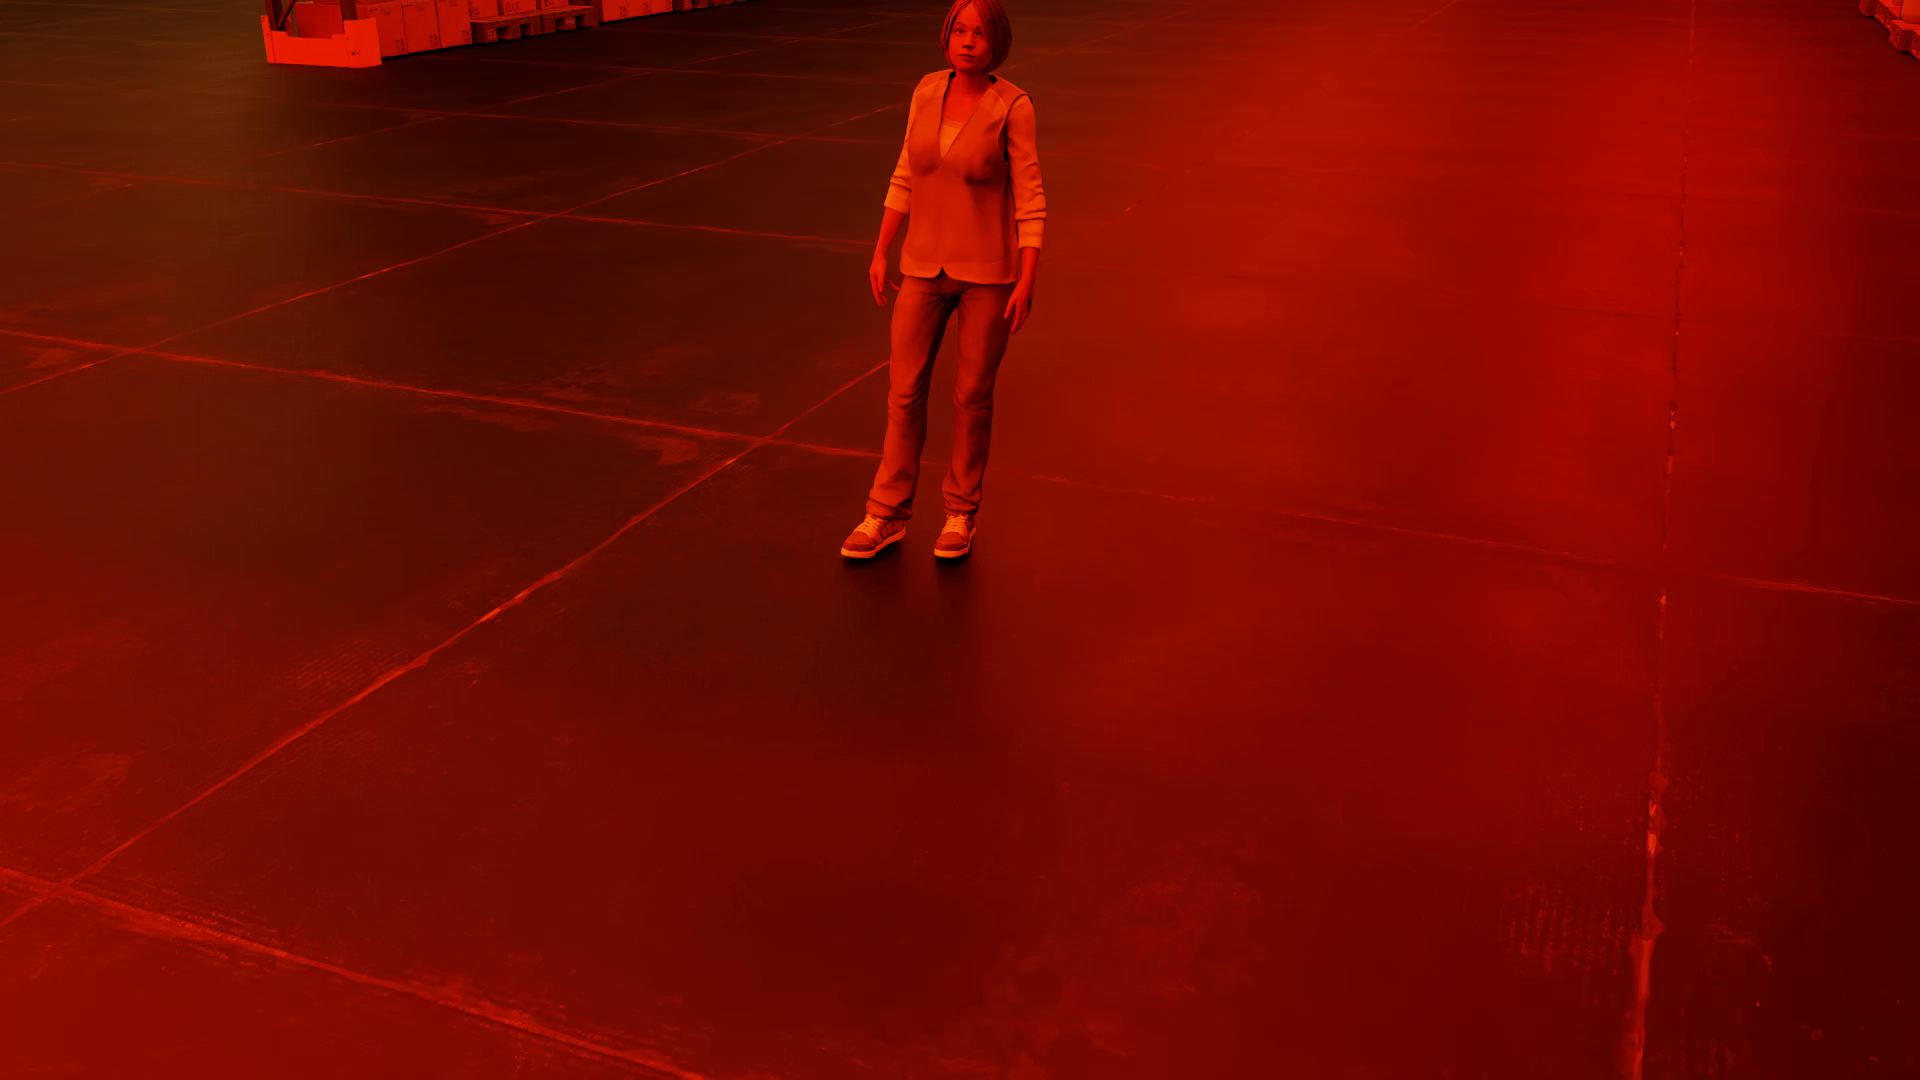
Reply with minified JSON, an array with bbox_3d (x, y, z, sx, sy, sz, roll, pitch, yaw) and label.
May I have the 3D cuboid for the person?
[{"bbox_3d":[-0.041,-0.720,4.725,0.520,1.597,0.475,9,24,21],"label":"person"}]
